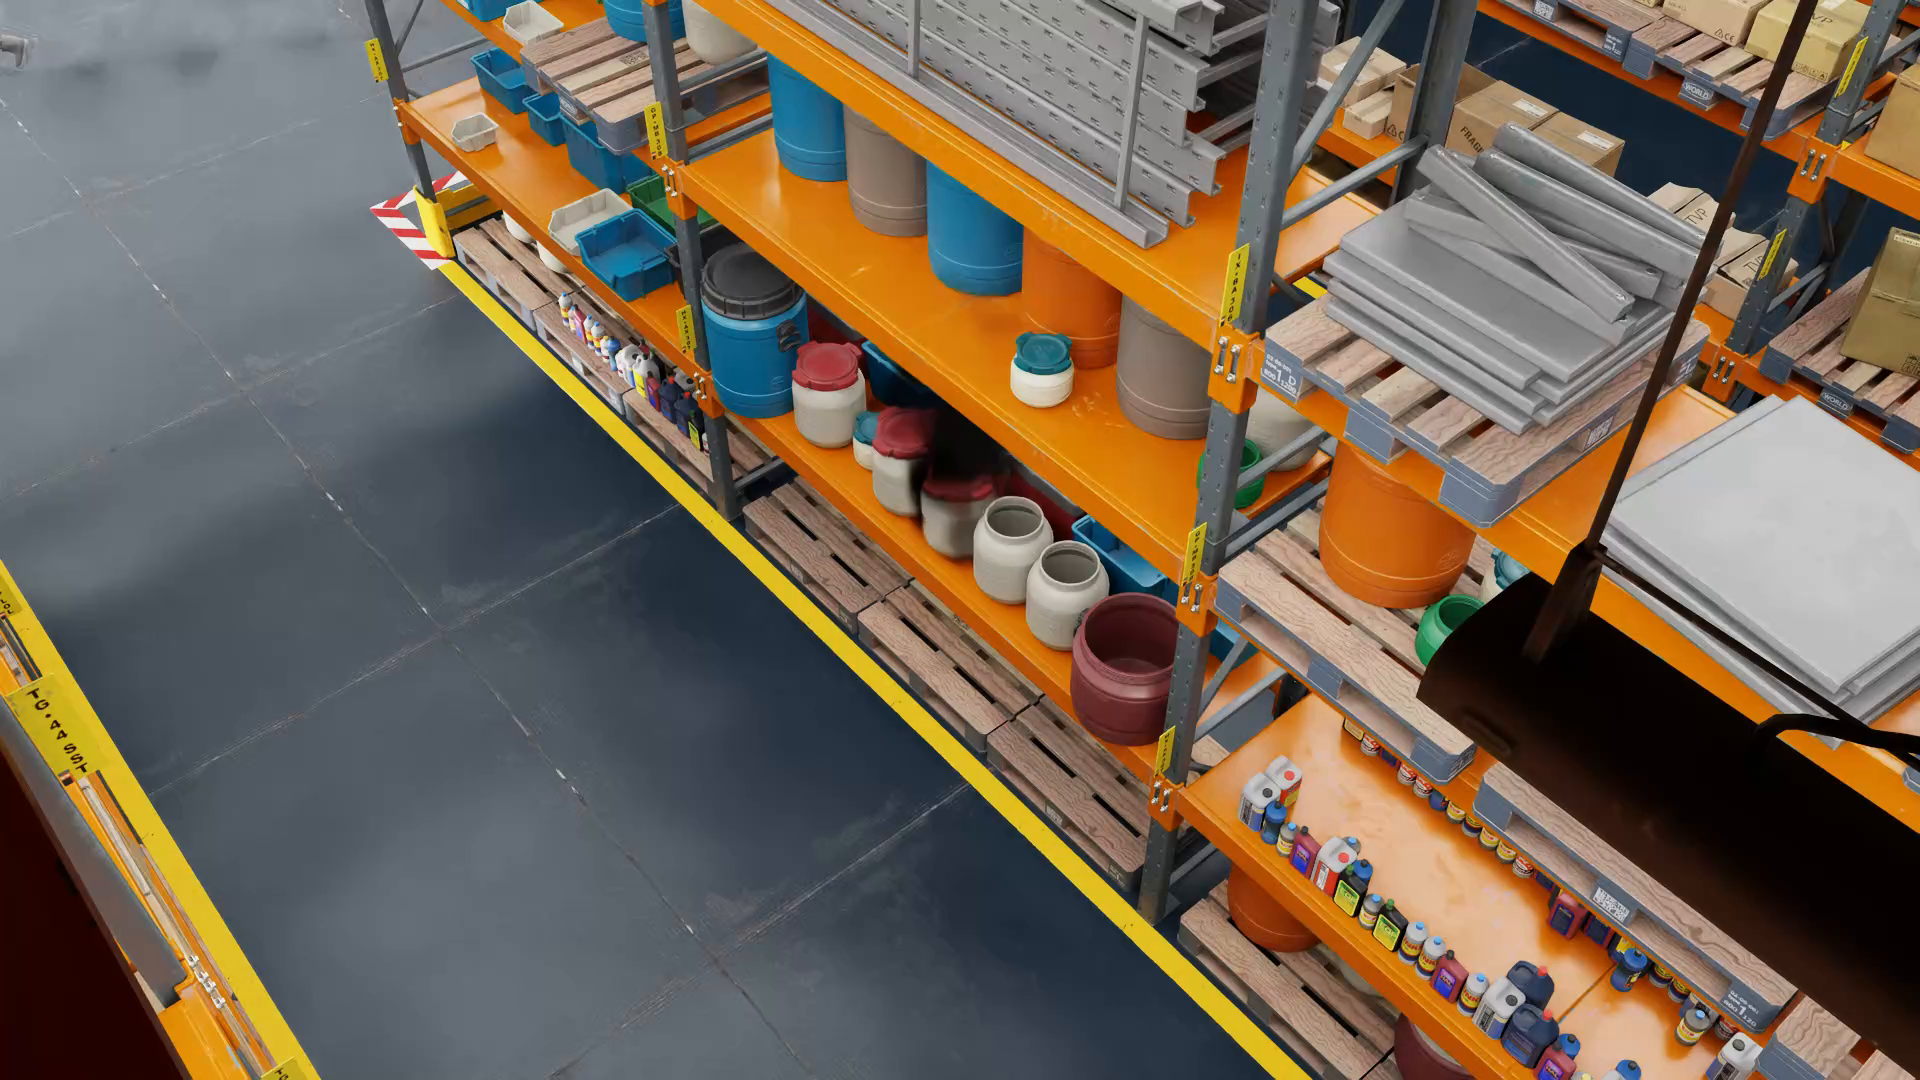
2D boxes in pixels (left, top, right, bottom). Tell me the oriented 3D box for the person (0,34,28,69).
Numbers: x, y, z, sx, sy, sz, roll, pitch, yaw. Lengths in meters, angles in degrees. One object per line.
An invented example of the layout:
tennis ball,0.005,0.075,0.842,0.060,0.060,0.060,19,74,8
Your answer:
person,-8.626,-4.762,14.358,0.681,1.654,0.580,-12,48,-11
